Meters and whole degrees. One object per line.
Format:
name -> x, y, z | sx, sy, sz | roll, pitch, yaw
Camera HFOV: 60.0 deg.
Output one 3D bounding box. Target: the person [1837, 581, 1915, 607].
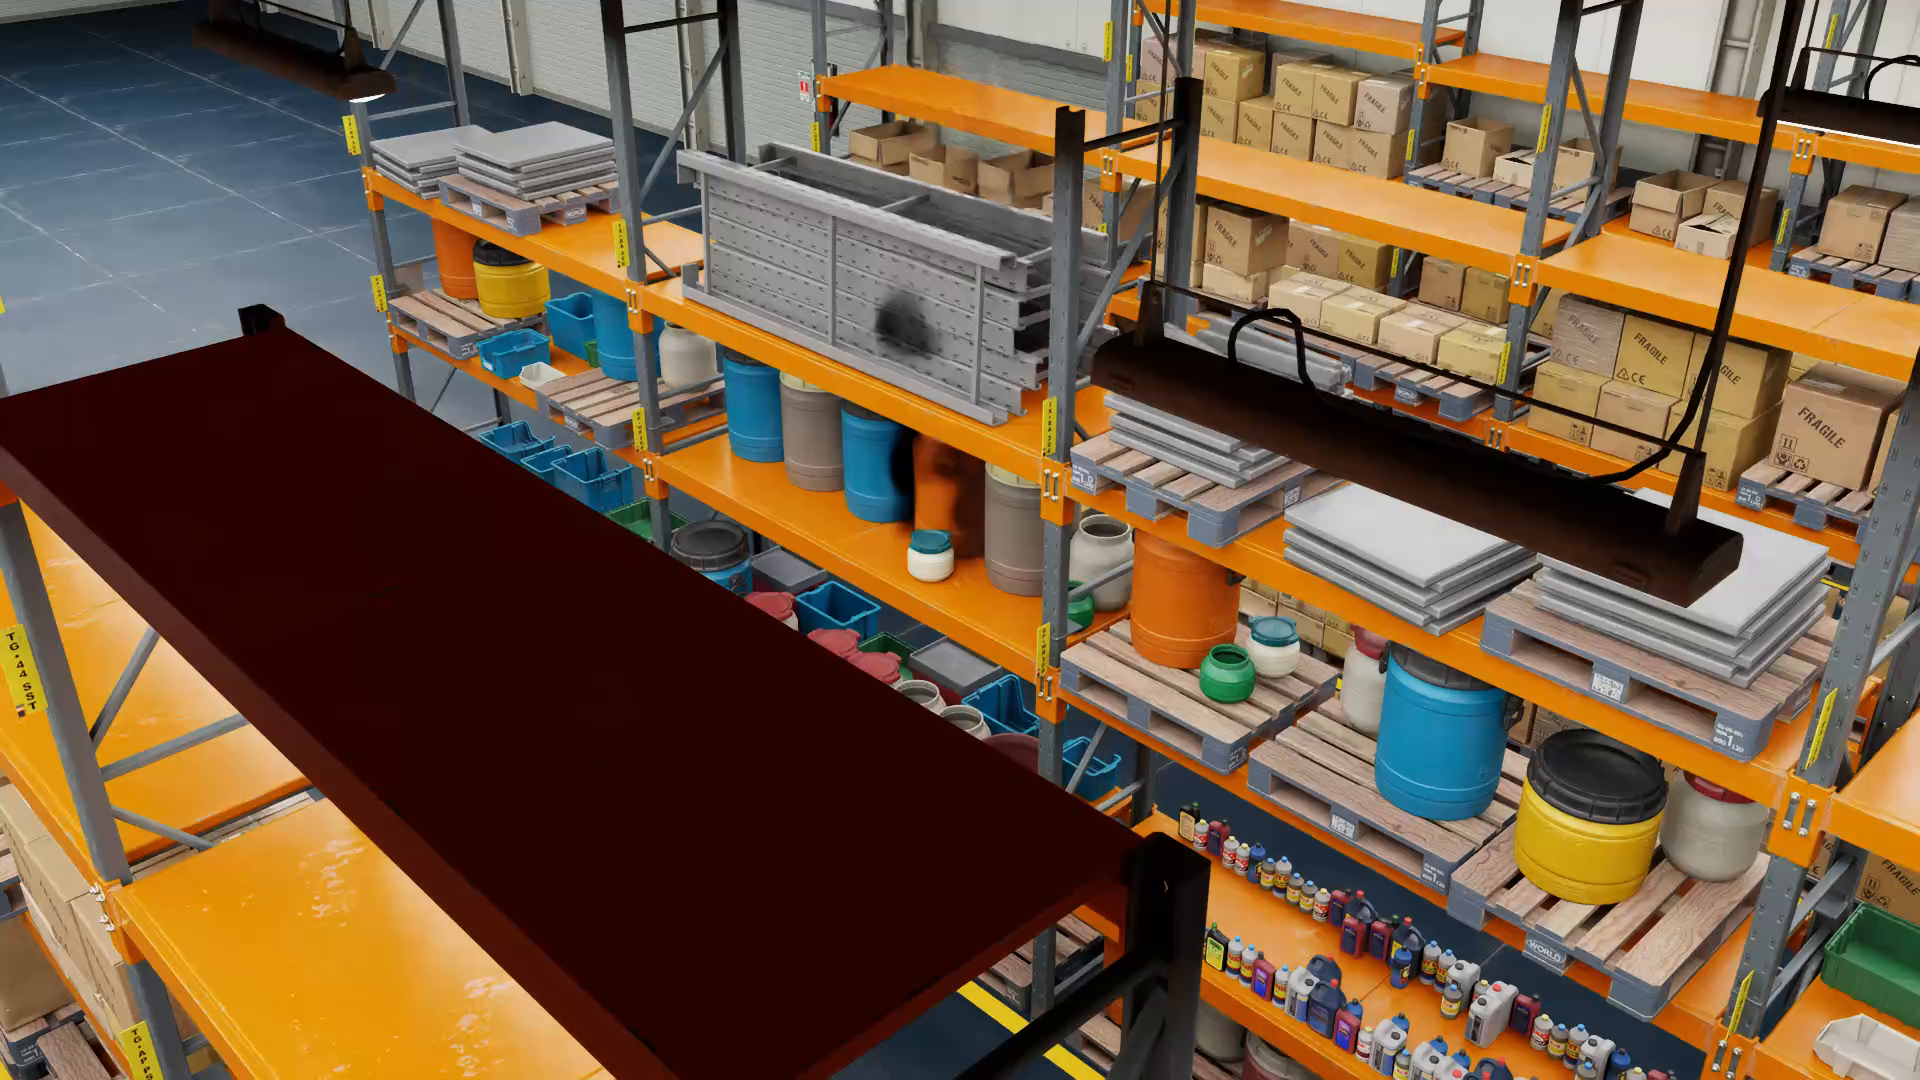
person -> 7.477, 0.815, 13.492 | 0.800, 1.816, 0.679 | 19, 34, 31
